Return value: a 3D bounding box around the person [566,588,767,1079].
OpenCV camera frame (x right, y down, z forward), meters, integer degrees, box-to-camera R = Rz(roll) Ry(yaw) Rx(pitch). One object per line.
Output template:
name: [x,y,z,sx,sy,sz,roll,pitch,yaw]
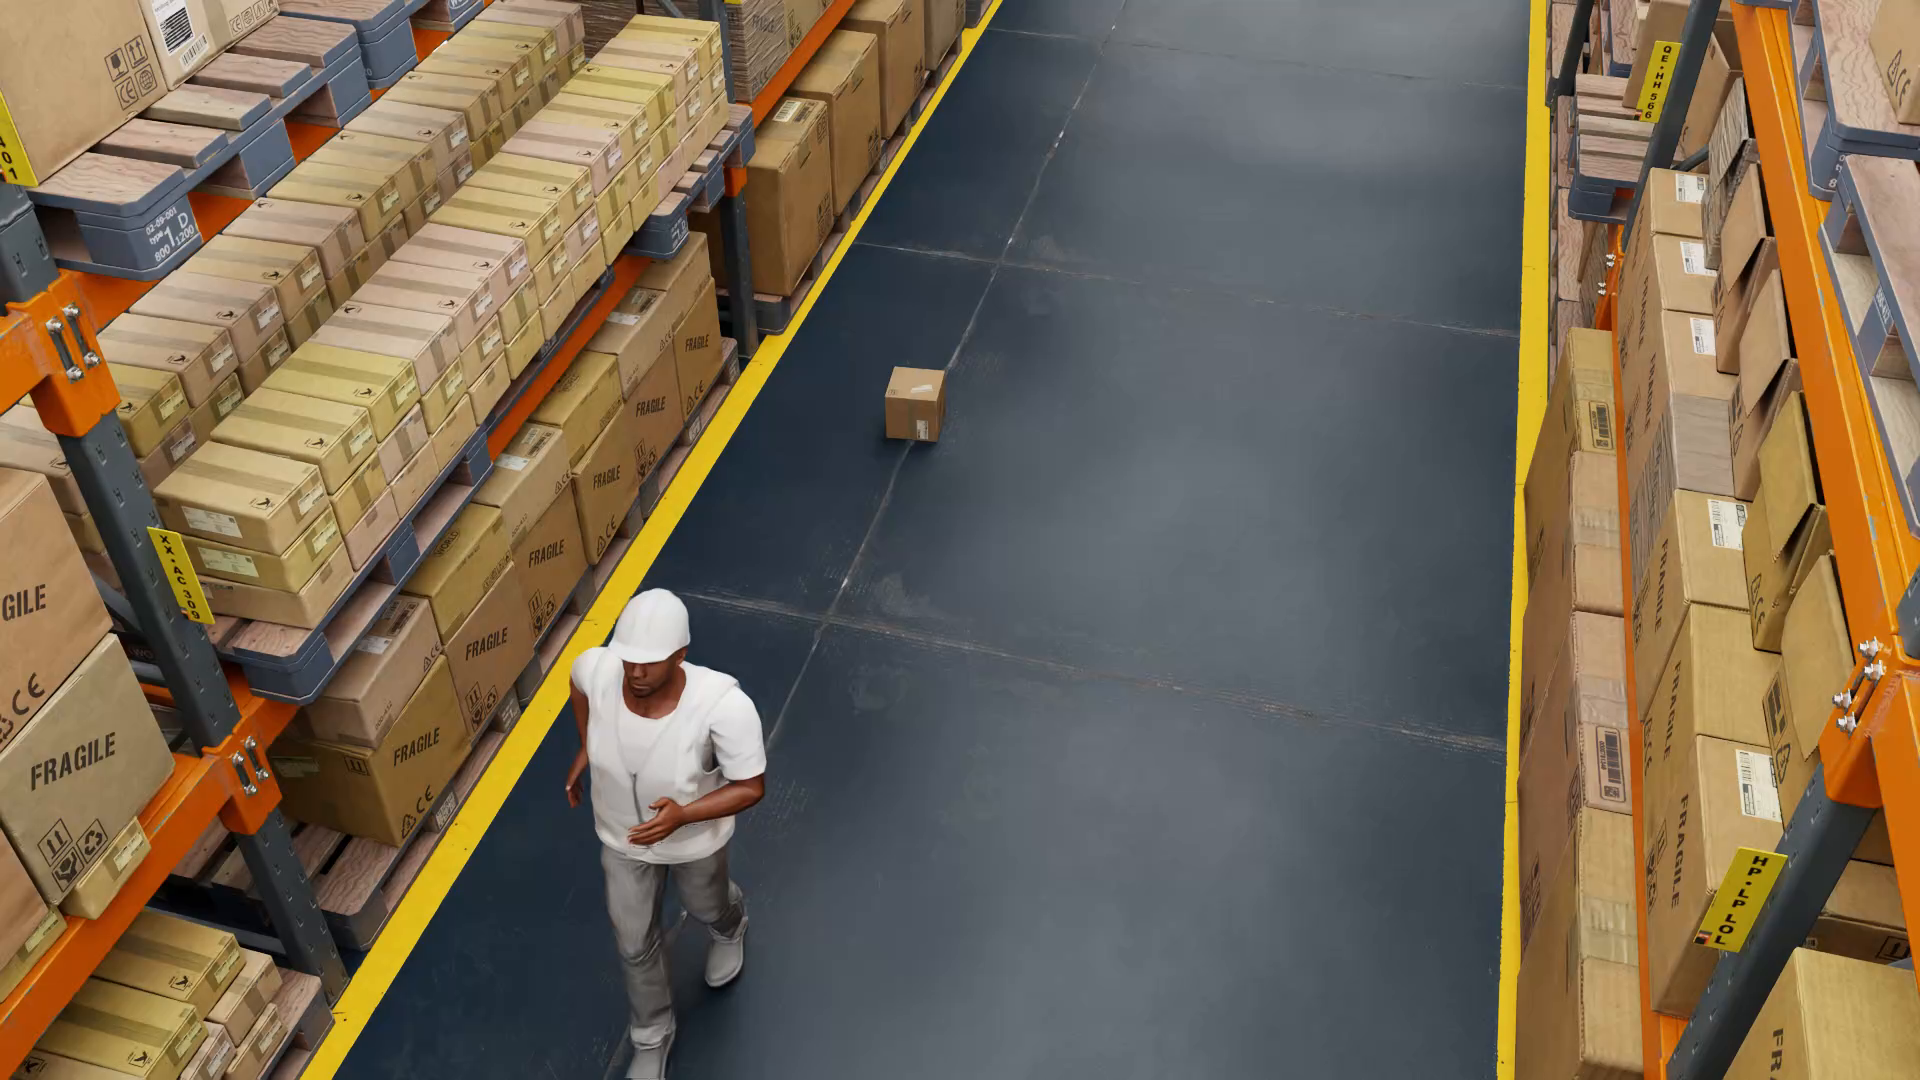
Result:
person: [-0.912,0.926,5.050,0.674,1.772,0.782,5,41,6]
